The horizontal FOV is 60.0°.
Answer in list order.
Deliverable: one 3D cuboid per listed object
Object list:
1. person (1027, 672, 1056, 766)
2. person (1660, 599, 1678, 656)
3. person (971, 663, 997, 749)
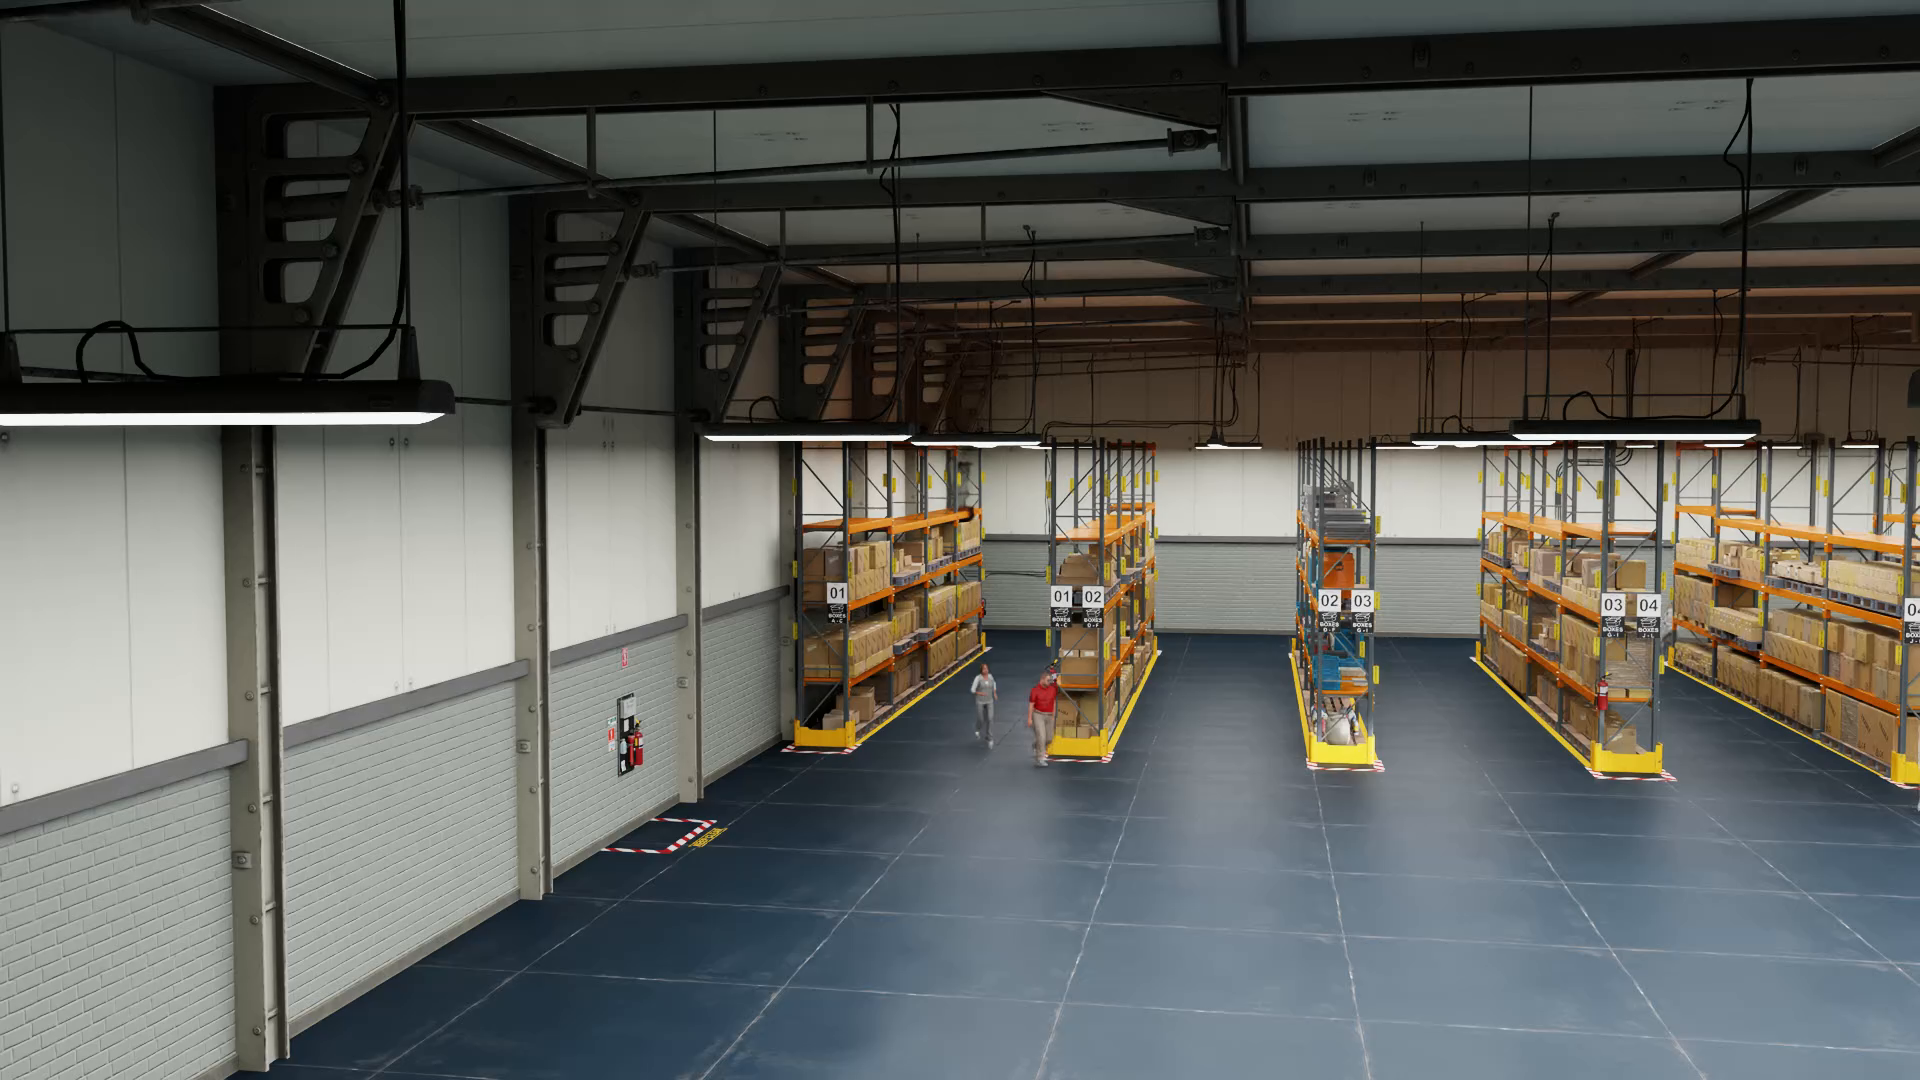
[{"bbox_3d":[1.466,3.246,30.447,0.633,1.678,0.820,-2,4,-33],"label":"person"},{"bbox_3d":[19.535,2.477,45.845,0.745,1.717,0.664,2,3,28],"label":"person"},{"bbox_3d":[0.471,3.199,32.417,0.560,1.617,0.855,-1,3,-17],"label":"person"}]
